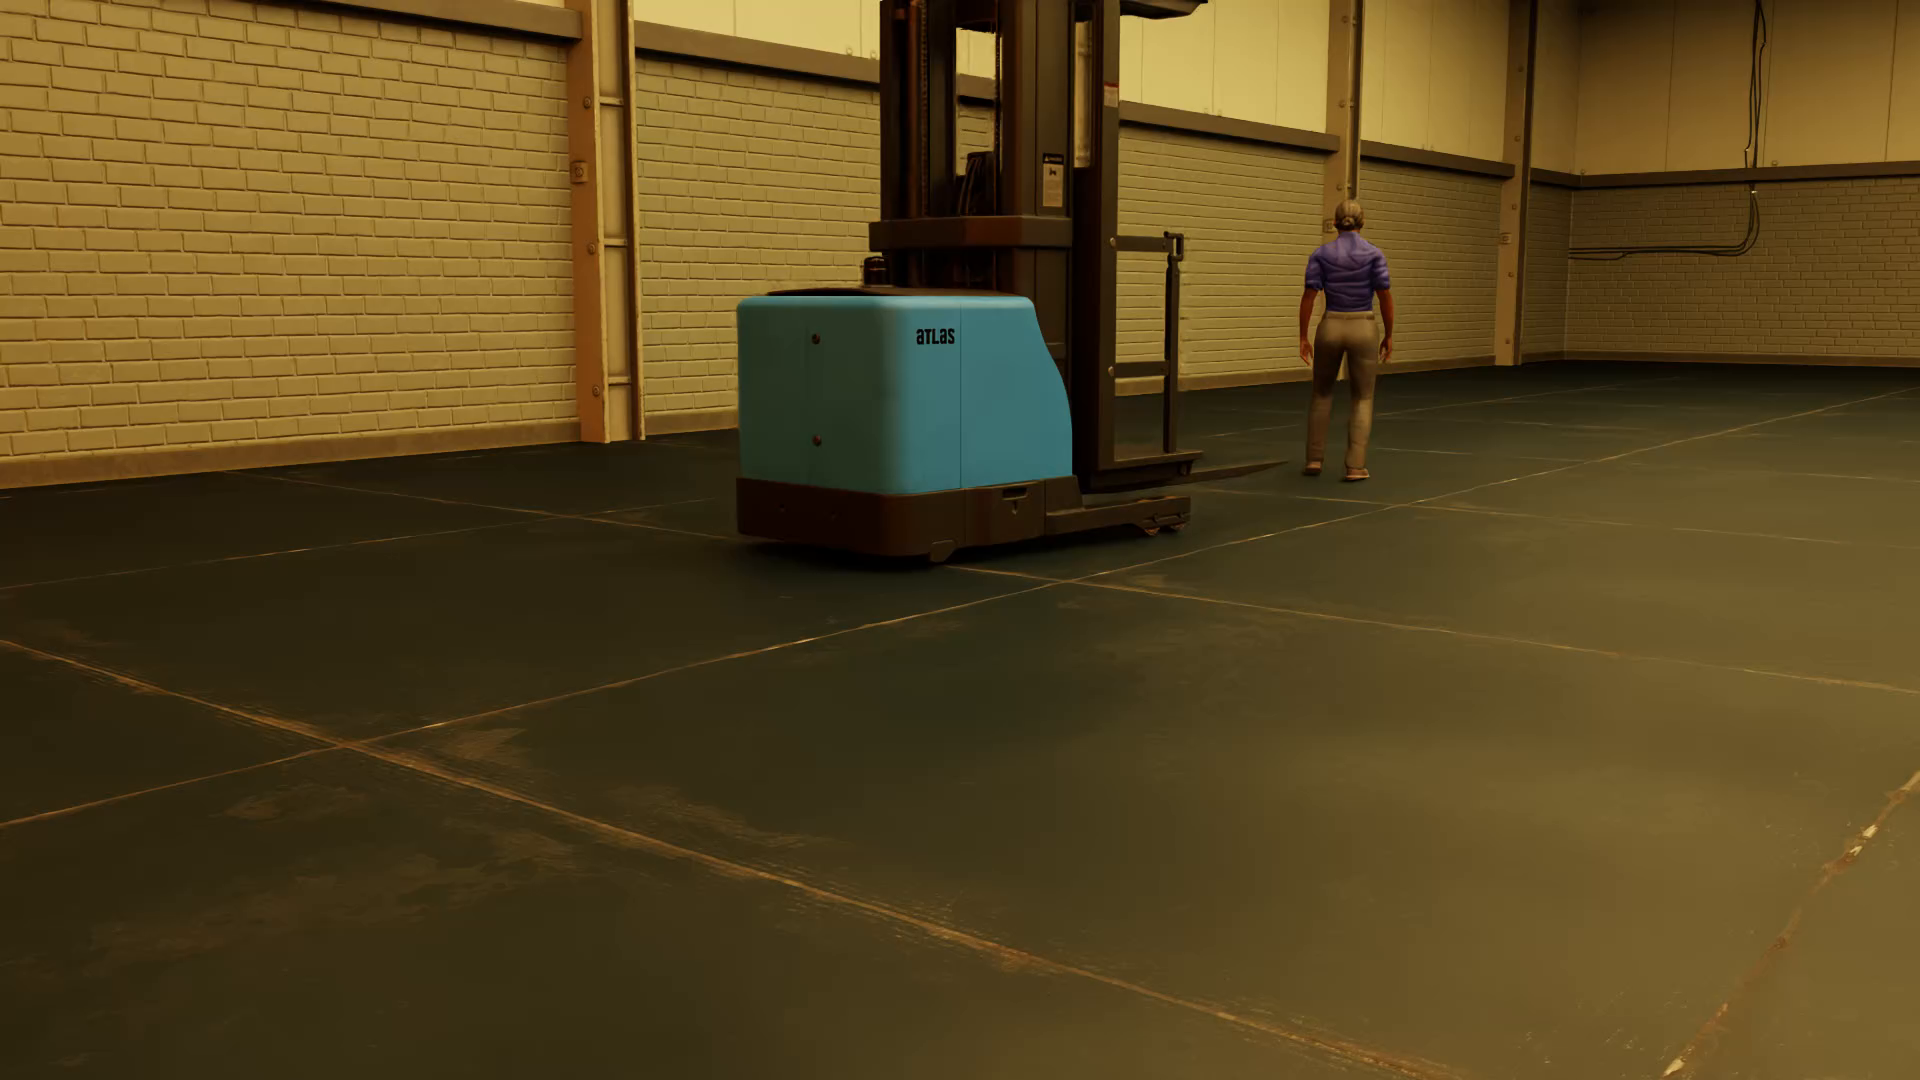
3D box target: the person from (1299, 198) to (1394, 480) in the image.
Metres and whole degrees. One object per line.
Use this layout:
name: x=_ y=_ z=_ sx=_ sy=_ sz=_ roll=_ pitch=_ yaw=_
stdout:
person: x=2.296 y=-1.159 z=9.879 sx=0.553 sy=1.702 sz=0.502 roll=3 pitch=9 yaw=22

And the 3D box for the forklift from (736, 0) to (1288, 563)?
forklift: x=0.427 y=-1.518 z=7.659 sx=1.130 sy=2.935 sz=3.031 roll=8 pitch=11 yaw=43
